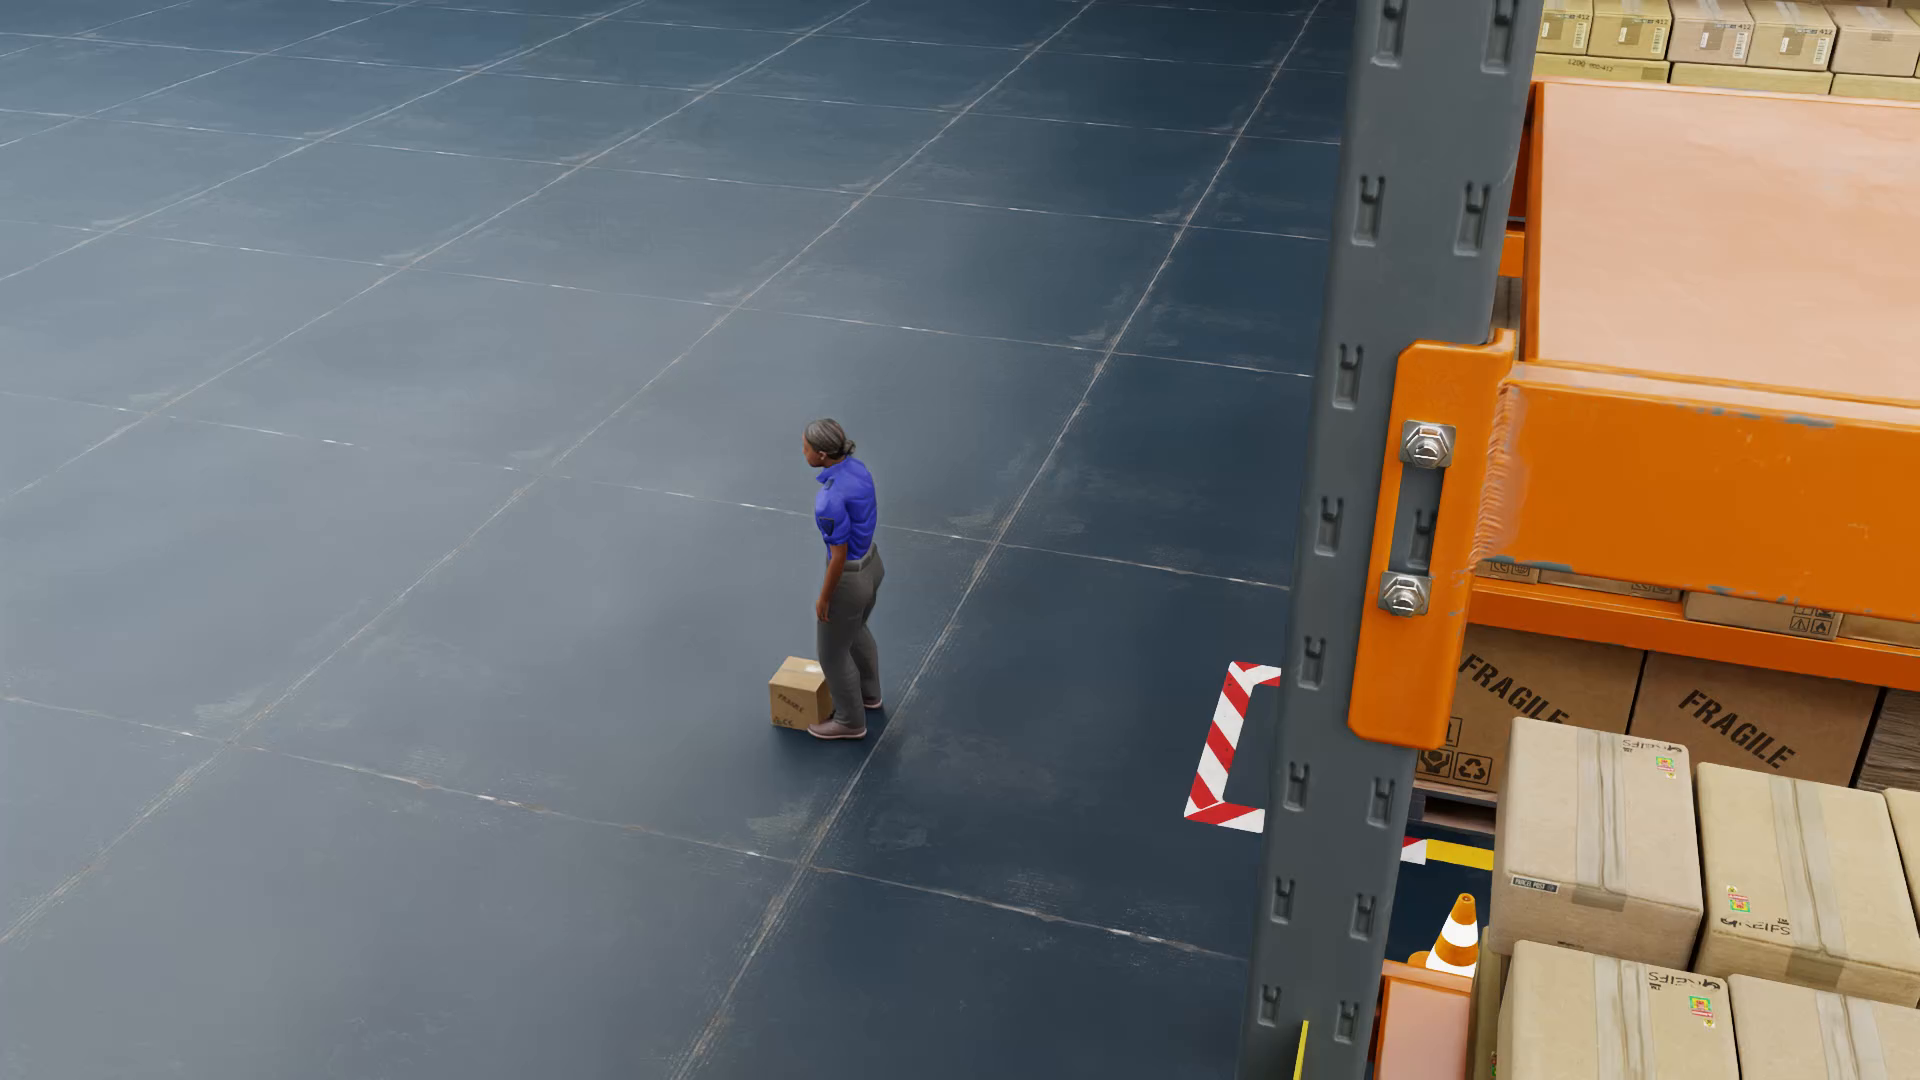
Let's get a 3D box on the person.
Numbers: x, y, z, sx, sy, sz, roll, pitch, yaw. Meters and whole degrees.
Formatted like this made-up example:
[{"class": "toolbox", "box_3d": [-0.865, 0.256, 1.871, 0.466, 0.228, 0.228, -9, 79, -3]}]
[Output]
[{"class": "person", "box_3d": [-0.546, 0.174, 7.823, 0.347, 1.655, 0.506, 8, 30, 13]}]
